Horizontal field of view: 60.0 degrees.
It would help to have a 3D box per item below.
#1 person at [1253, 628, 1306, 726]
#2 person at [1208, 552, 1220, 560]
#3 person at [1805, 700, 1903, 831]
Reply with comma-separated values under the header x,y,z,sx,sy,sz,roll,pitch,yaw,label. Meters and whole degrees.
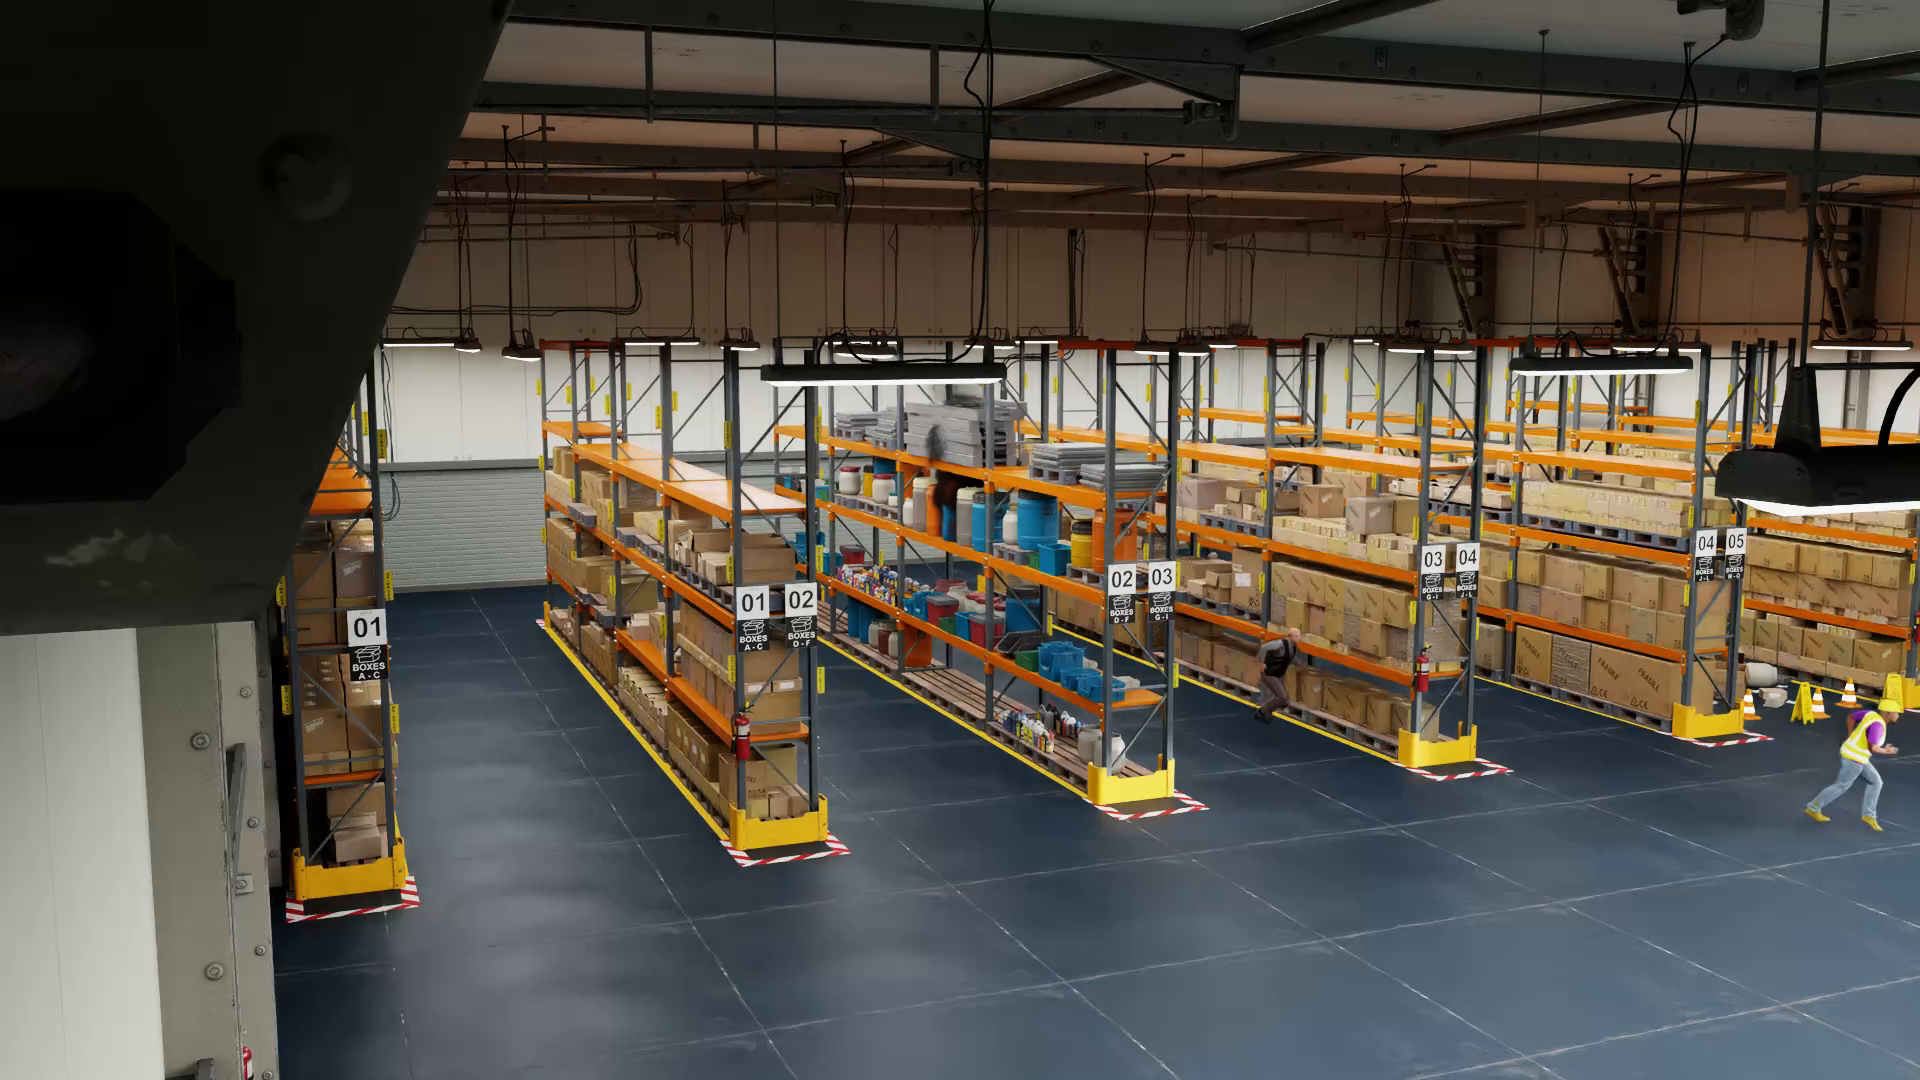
x,y,z,sx,sy,sz,roll,pitch,yaw,label
4.787,2.069,25.044,0.862,1.570,0.686,7,10,42,person
5.269,1.064,34.376,0.600,1.628,0.538,-4,8,-27,person
11.237,2.821,20.920,1.031,1.716,0.745,3,8,20,person
